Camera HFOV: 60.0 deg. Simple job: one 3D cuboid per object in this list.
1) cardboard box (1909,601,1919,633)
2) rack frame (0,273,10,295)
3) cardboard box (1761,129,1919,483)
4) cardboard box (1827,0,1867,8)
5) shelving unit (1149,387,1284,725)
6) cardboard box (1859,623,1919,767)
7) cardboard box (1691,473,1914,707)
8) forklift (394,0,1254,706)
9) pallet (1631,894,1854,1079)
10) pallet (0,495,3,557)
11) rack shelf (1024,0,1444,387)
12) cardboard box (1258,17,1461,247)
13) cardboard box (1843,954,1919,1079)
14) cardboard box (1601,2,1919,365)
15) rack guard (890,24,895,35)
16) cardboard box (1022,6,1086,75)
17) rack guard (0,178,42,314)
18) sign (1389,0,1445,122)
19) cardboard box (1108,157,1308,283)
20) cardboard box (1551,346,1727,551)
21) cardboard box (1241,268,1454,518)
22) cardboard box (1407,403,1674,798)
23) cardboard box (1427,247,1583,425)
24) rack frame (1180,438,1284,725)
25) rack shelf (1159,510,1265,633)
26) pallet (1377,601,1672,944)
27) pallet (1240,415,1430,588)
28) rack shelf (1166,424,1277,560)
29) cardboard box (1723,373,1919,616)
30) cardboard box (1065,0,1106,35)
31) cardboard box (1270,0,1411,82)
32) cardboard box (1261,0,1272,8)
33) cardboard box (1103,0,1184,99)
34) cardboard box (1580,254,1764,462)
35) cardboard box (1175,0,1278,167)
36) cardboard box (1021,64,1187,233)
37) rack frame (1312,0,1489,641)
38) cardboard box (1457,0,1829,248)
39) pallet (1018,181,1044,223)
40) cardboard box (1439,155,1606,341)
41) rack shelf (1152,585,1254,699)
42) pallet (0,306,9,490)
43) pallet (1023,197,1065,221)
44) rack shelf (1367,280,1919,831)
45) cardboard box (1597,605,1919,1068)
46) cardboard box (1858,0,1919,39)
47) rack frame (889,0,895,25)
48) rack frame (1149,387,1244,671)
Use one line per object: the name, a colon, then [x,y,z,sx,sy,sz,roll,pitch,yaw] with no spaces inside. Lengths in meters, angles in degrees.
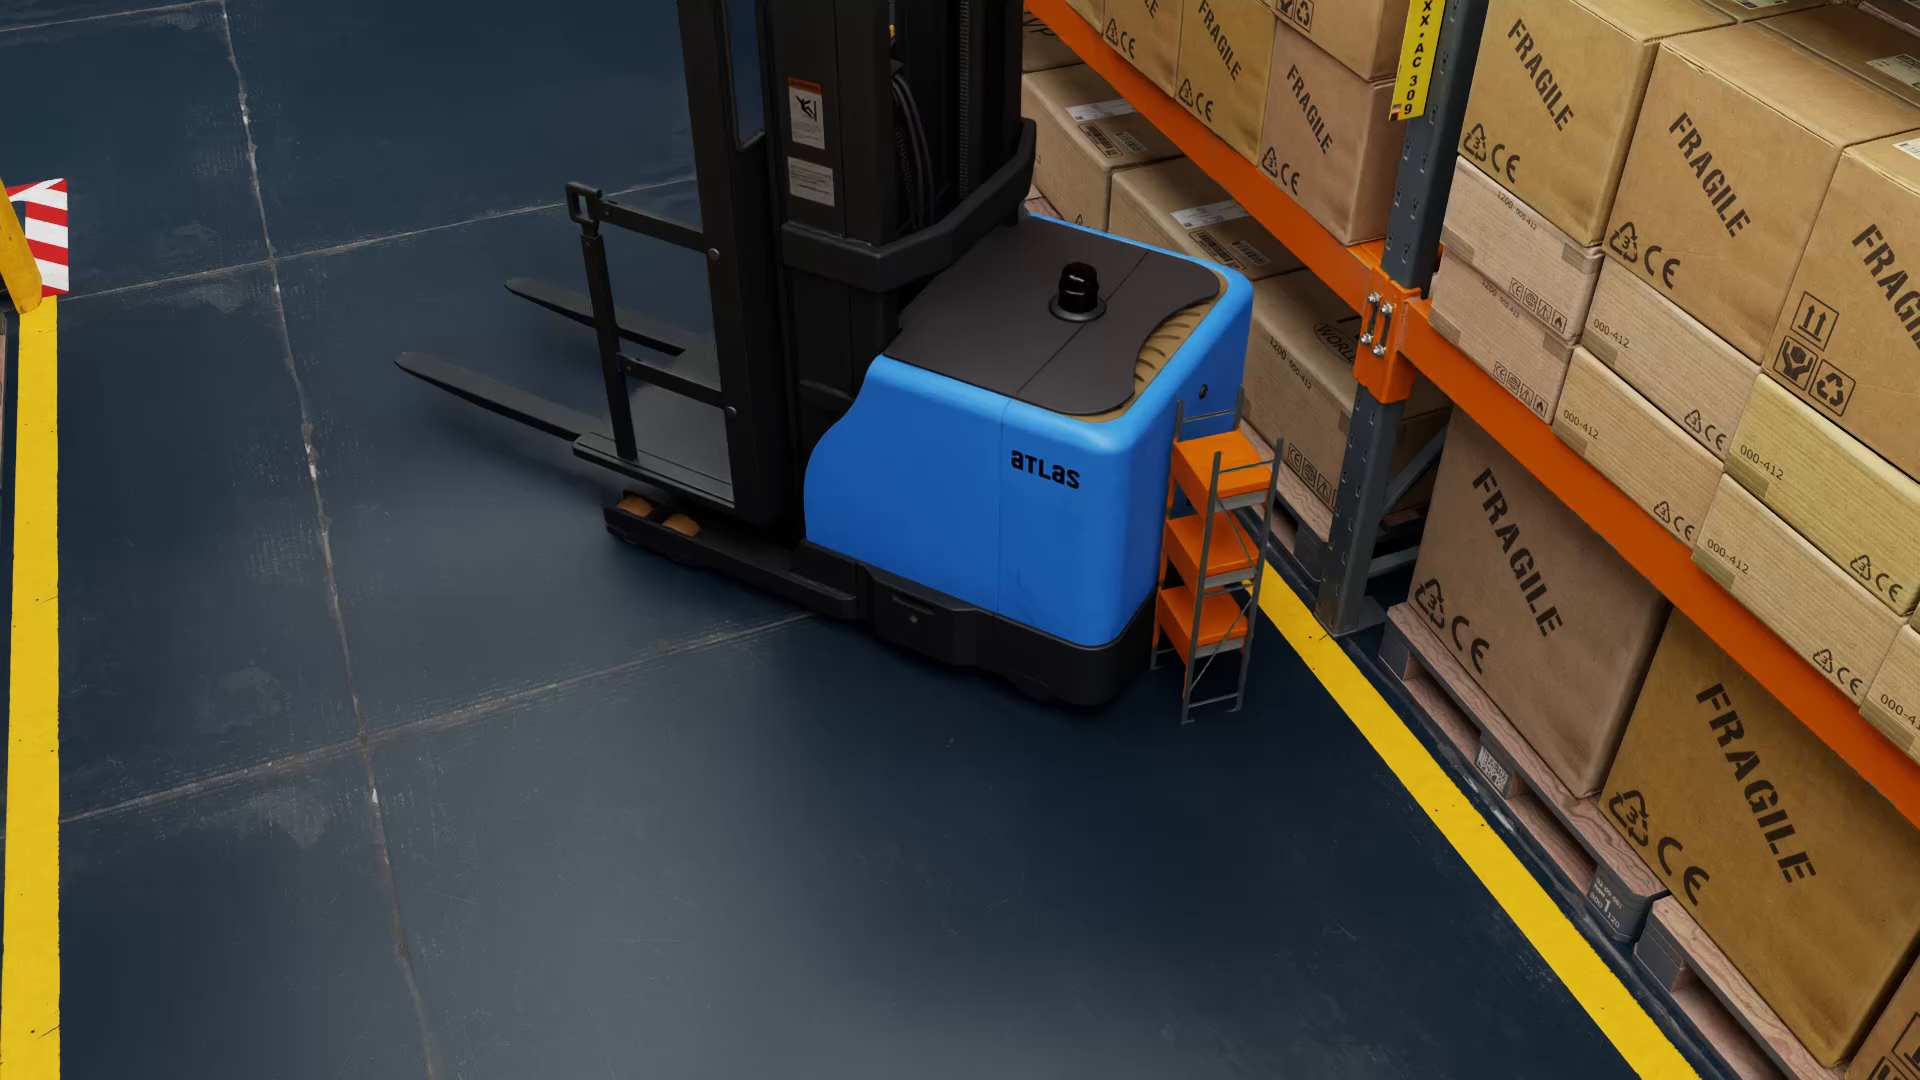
cardboard box: [2.141,0.149,3.007,0.500,0.250,0.500,-16,43,-18]
rack frame: [-4.422,-2.089,5.879,1.000,3.000,0.127,-15,43,-17]
cardboard box: [1.956,-0.453,3.133,0.500,0.500,0.500,-16,43,-18]
cardboard box: [2.046,-1.186,3.985,0.500,0.500,0.500,-14,43,-15]
shelving unit: [0.734,0.070,4.863,0.215,1.050,0.252,-12,42,-14]
cardboard box: [2.131,0.340,3.169,0.500,0.250,0.500,-16,43,-18]
cardboard box: [1.949,0.037,3.522,0.500,0.250,0.500,-15,43,-17]
forklift: [-0.629,-1.311,5.027,3.031,2.935,1.130,20,45,22]
pallet: [2.479,1.264,4.118,1.003,0.211,1.213,-15,43,-17]
pallet: [-3.652,0.246,5.302,1.003,0.211,1.213,-15,43,-17]
rack shelf: [0.878,-1.907,6.219,1.077,0.370,4.000,-15,43,-17]
cardboard box: [1.230,-1.229,4.801,0.500,0.500,0.500,-15,43,-16]
cardboard box: [2.649,1.106,3.471,0.875,0.875,0.875,-15,43,-16]
cardboard box: [1.766,-0.756,3.485,0.500,0.500,0.500,-15,43,-17]
rack guard: [0.104,-2.451,8.217,1.175,0.500,0.348,-15,43,-17]
cardboard box: [0.458,-2.200,7.651,0.875,0.438,0.875,-17,43,-18]
rack guard: [-4.393,-1.095,6.640,1.175,0.500,0.348,-15,43,-17]
sign: [1.131,-1.194,4.113,0.100,0.325,0.005,-15,43,-17]
cardboard box: [1.159,-1.107,6.380,0.875,0.438,0.875,-16,43,-18]
cardboard box: [1.767,-0.276,3.885,0.500,0.250,0.500,-16,43,-18]
cardboard box: [1.502,-0.568,5.753,0.875,0.438,0.875,-16,43,-17]
cardboard box: [1.955,0.025,4.728,0.875,0.875,0.875,-14,43,-16]
cardboard box: [1.568,-0.587,4.247,0.500,0.250,0.500,-16,43,-18]
rack frame: [0.772,0.146,4.775,0.200,1.050,0.008,-12,42,-14]
rack shelf: [0.734,0.078,4.870,0.215,0.259,0.240,-12,42,-14]
pallet: [2.008,0.528,4.974,1.003,0.211,1.213,-15,43,-17]
pallet: [1.425,-0.395,6.048,1.003,0.211,1.213,-15,43,-17]
rack shelf: [0.734,-0.137,4.685,0.215,0.259,0.240,-12,42,-14]
cardboard box: [1.945,-0.155,3.361,0.500,0.250,0.500,-15,43,-16]
cardboard box: [0.636,-2.156,5.879,0.500,0.500,0.500,-14,43,-15]
cardboard box: [1.208,-1.607,4.475,0.500,0.500,0.500,-15,43,-17]
cardboard box: [1.021,-1.915,4.833,0.500,0.500,0.500,-16,43,-17]
cardboard box: [0.822,-1.836,5.508,0.500,0.500,0.500,-16,43,-17]
cardboard box: [1.777,-0.465,3.722,0.500,0.250,0.500,-14,43,-16]
cardboard box: [1.028,-1.537,5.160,0.500,0.500,0.500,-16,43,-18]
cardboard box: [0.816,-1.651,7.012,0.875,0.438,0.875,-14,43,-16]
rack frame: [1.643,-0.975,4.583,1.000,3.000,0.127,-15,43,-17]
cardboard box: [1.546,-1.055,3.833,0.500,0.500,0.500,-15,43,-16]
pallet: [0.491,-1.865,7.757,1.003,0.211,1.213,-15,43,-17]
cardboard box: [1.551,-0.772,4.079,0.500,0.250,0.500,-16,43,-18]
rack shelf: [0.734,0.289,5.051,0.215,0.259,0.240,-12,42,-14]
pallet: [-4.114,-0.488,6.155,1.003,0.211,1.213,-15,43,-17]
pallet: [0.954,-1.131,6.904,1.003,0.211,1.213,-15,43,-17]
rack shelf: [2.409,0.502,3.417,1.077,0.370,4.000,-15,43,-17]
cardboard box: [2.307,0.567,4.098,0.875,0.875,0.875,-14,43,-16]
cardboard box: [2.251,-0.876,3.624,0.500,0.500,0.500,-14,43,-16]
rack frame: [0.113,-3.385,7.385,1.000,3.000,0.127,-15,43,-17]
rack frame: [0.696,-0.005,4.951,0.200,1.050,0.008,-12,42,-14]
